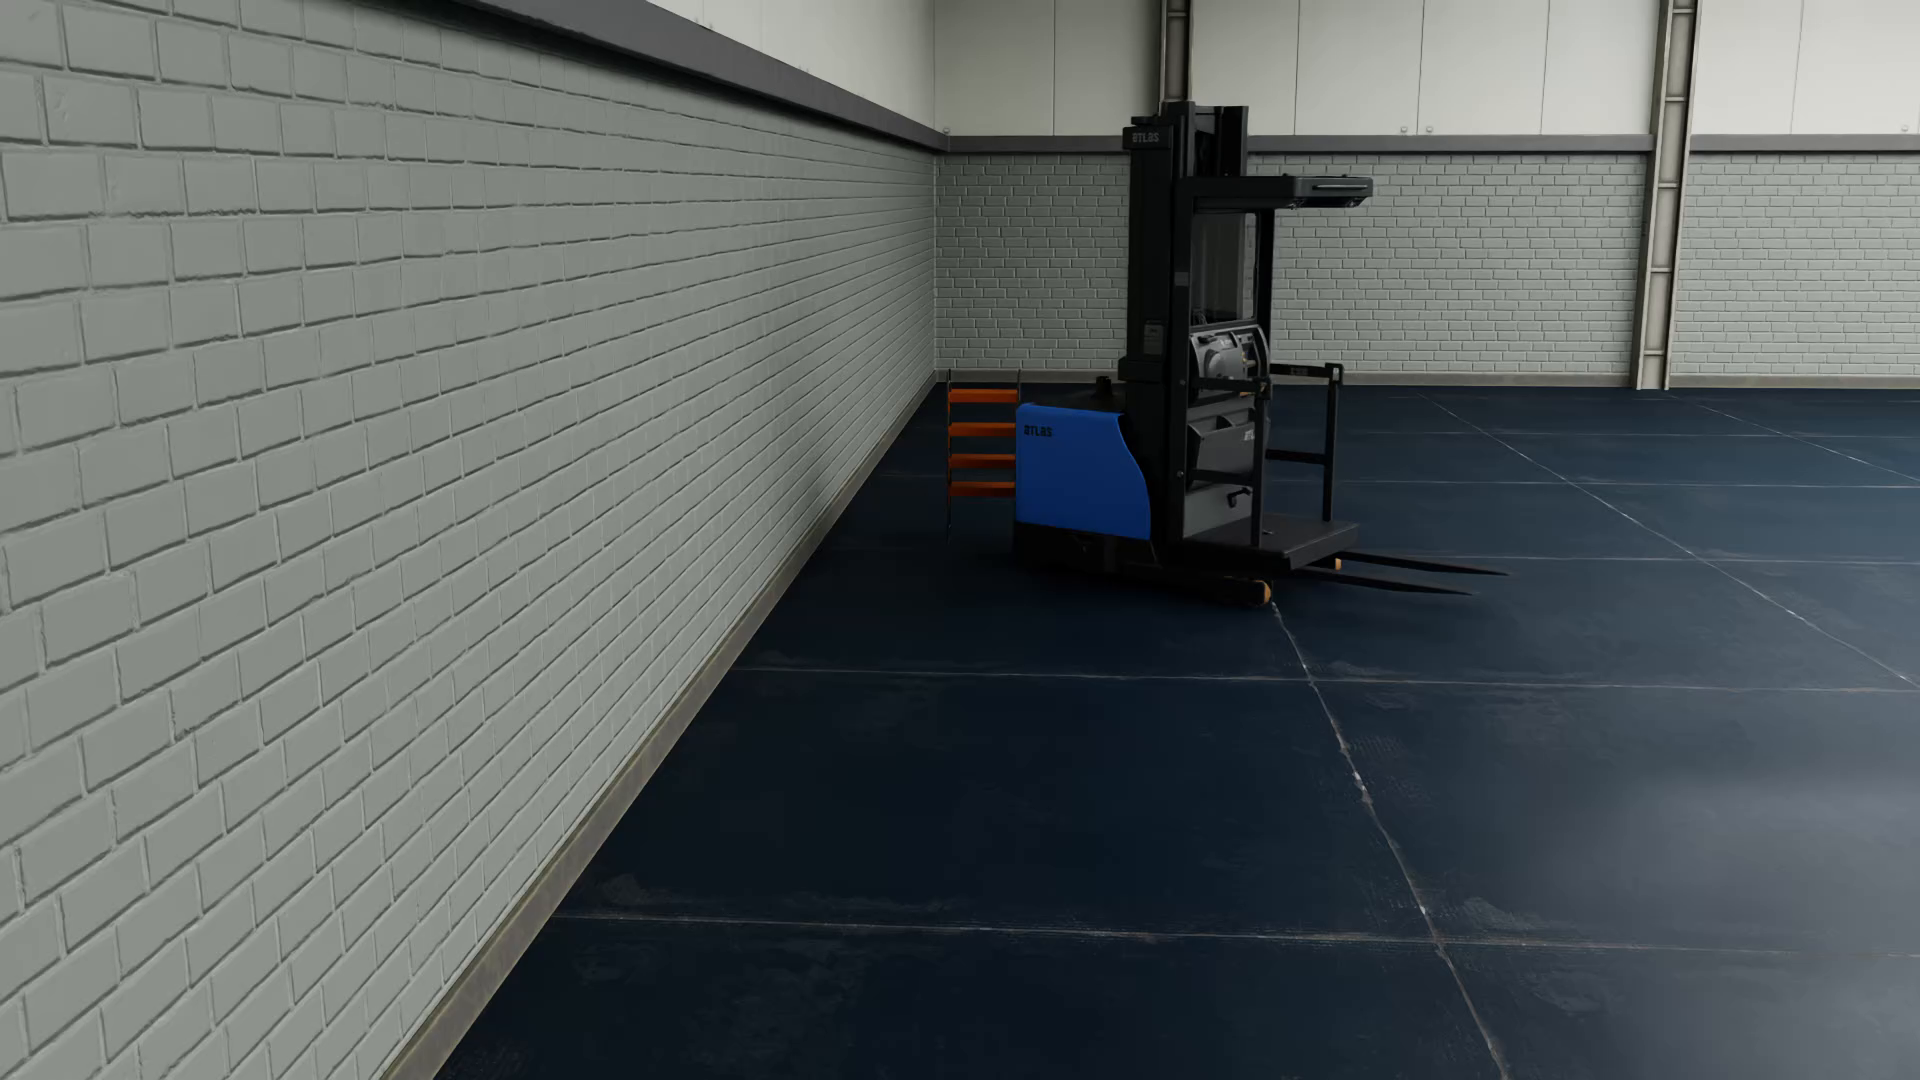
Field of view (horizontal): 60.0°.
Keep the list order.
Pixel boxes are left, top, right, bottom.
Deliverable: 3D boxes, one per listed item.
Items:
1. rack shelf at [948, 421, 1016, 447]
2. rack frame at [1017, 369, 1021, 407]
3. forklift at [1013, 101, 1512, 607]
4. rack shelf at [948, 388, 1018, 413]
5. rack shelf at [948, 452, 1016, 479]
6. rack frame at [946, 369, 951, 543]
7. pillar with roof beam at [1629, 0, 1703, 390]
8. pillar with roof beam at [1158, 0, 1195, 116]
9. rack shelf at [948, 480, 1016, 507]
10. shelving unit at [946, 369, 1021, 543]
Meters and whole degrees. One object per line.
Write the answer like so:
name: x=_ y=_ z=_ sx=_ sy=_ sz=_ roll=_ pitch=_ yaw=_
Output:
rack shelf: x=0.165 y=-0.738 z=11.602 sx=0.480 sy=0.148 sz=0.258 roll=1 pitch=12 yaw=4
rack frame: x=0.409 y=-0.582 z=11.618 sx=0.015 sy=1.200 sz=0.240 roll=1 pitch=12 yaw=4
forklift: x=1.832 y=-1.157 z=10.142 sx=3.031 sy=2.935 sz=1.130 roll=9 pitch=15 yaw=36
rack shelf: x=0.165 y=-0.970 z=11.554 sx=0.480 sy=0.148 sz=0.258 roll=1 pitch=12 yaw=4
rack shelf: x=0.165 y=-0.519 z=11.648 sx=0.480 sy=0.148 sz=0.258 roll=1 pitch=12 yaw=4
rack frame: x=-0.078 y=-0.588 z=11.650 sx=0.015 sy=1.200 sz=0.240 roll=1 pitch=12 yaw=4
pillar with roof beam: x=8.353 y=-5.430 z=15.747 sx=0.400 sy=9.000 sz=9.100 roll=1 pitch=12 yaw=4
pillar with roof beam: x=2.367 y=-5.512 z=16.139 sx=0.400 sy=9.000 sz=9.100 roll=1 pitch=12 yaw=4
rack shelf: x=0.165 y=-0.325 z=11.689 sx=0.480 sy=0.148 sz=0.258 roll=1 pitch=12 yaw=4
shelving unit: x=0.165 y=-0.585 z=11.634 sx=0.503 sy=1.200 sz=0.258 roll=1 pitch=12 yaw=4
